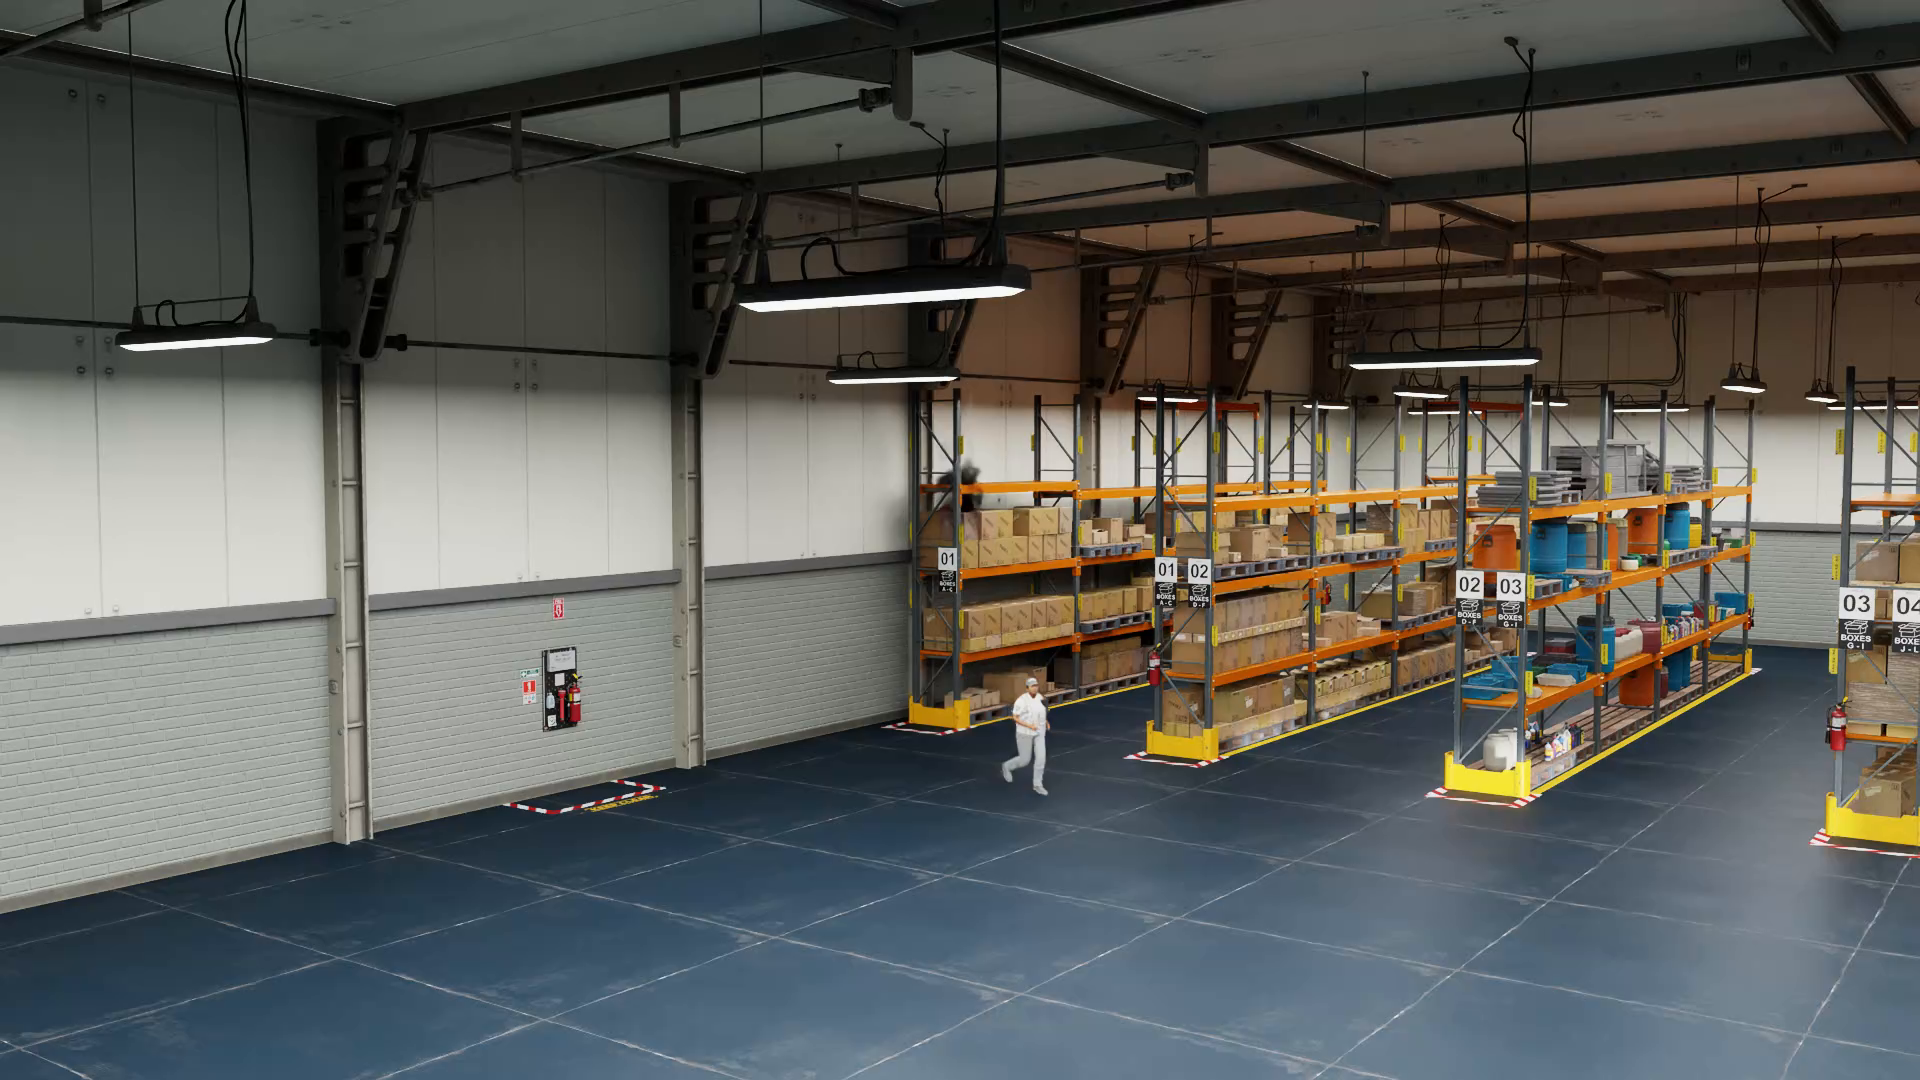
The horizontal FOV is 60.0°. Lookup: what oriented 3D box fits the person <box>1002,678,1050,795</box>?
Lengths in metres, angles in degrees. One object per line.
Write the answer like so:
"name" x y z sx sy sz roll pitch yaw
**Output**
"person" 1.004 2.818 24.113 0.615 1.669 0.828 -2 4 -34
